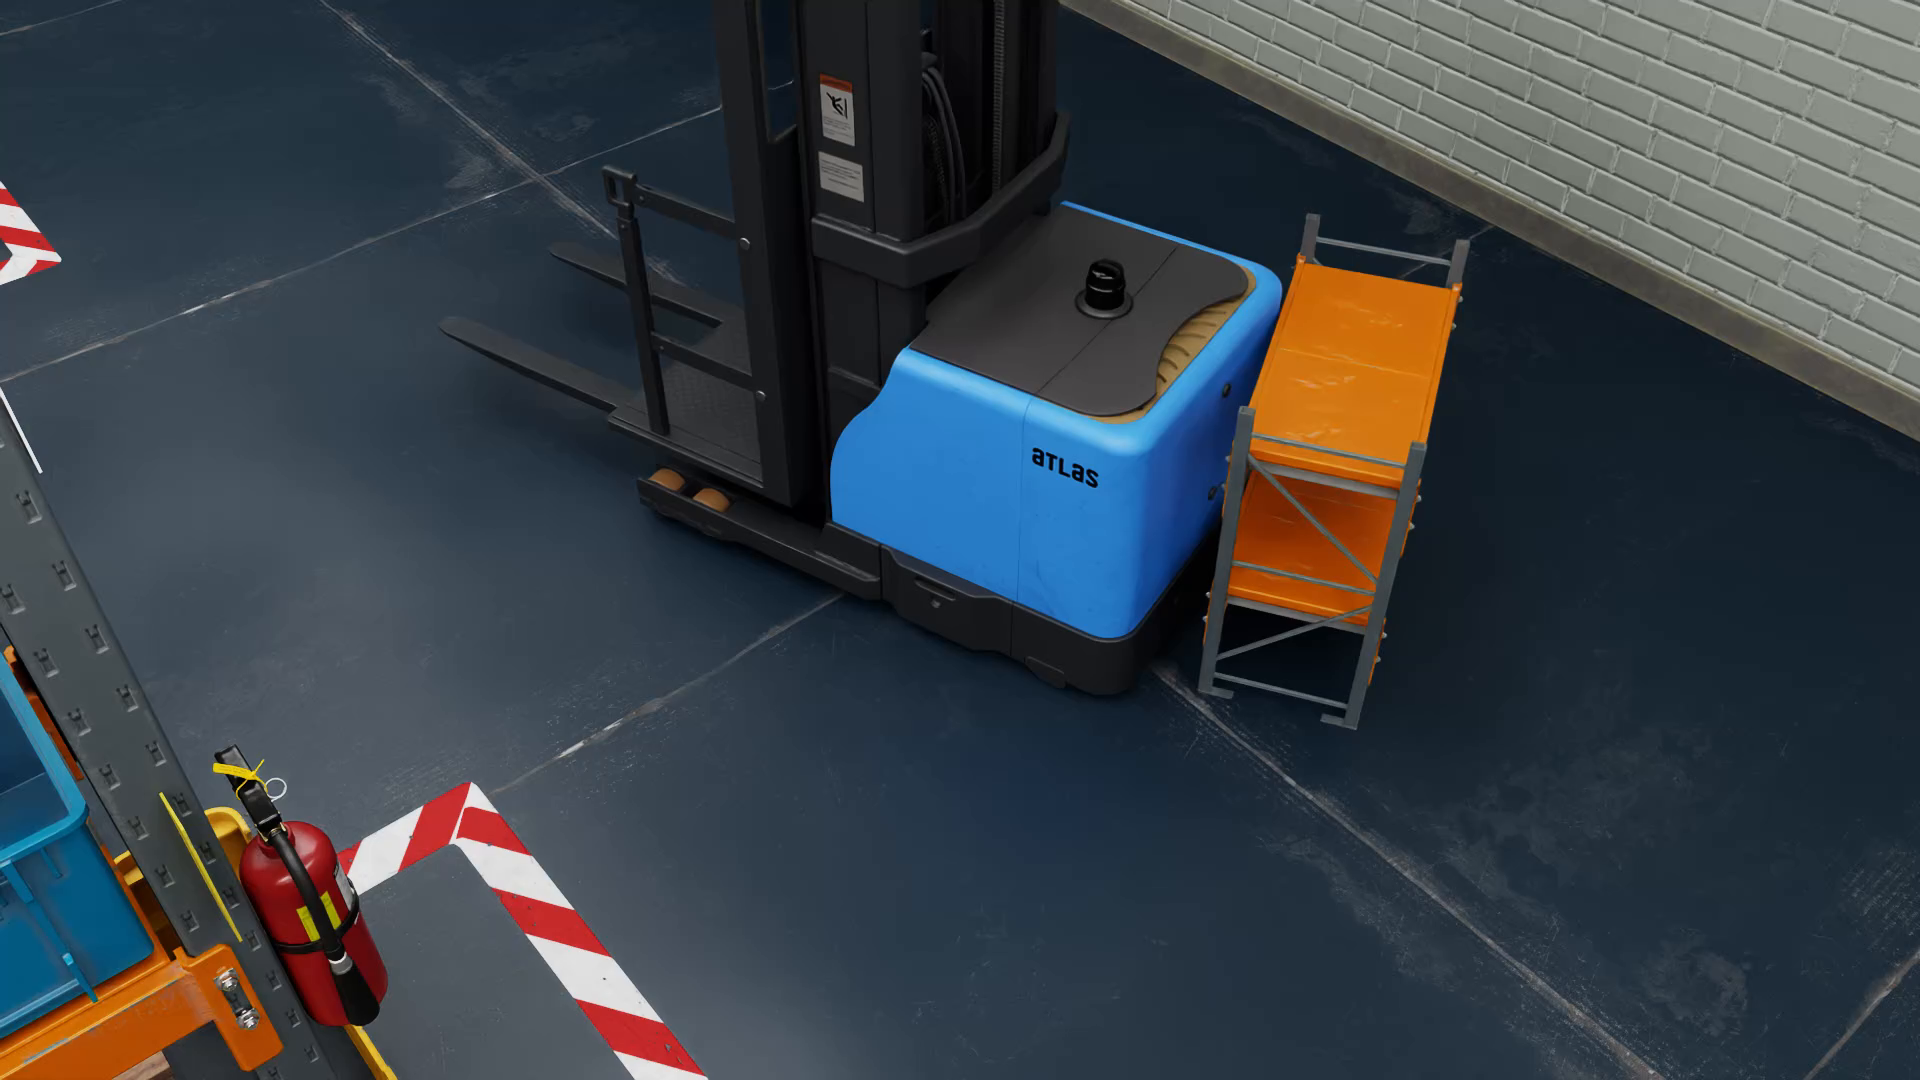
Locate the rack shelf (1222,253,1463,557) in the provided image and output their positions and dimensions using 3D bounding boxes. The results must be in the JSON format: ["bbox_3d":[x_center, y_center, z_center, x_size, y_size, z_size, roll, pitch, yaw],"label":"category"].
[{"bbox_3d":[1.154,-0.431,4.959,0.538,0.278,1.000,13,45,14],"label":"rack shelf"}]

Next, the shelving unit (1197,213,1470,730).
[{"bbox_3d":[1.154,-0.217,5.160,0.538,1.125,1.048,13,45,14],"label":"shelving unit"}]

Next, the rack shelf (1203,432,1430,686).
[{"bbox_3d":[1.154,-0.039,5.327,0.538,0.278,1.000,13,45,14],"label":"rack shelf"}]

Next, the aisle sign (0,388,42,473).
[{"bbox_3d":[-1.417,-0.485,2.176,0.004,0.787,0.394,-30,51,-28],"label":"aisle sign"}]

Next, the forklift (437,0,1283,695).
[{"bbox_3d":[-0.523,-1.363,5.061,3.031,2.935,1.130,23,48,23],"label":"forklift"}]

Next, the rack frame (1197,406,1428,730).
[{"bbox_3d":[0.990,0.112,4.809,0.500,1.125,0.032,13,45,14],"label":"rack frame"}]

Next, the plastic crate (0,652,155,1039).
[{"bbox_3d":[-1.797,0.551,2.903,0.499,0.435,0.616,-30,51,-28],"label":"plastic crate"}]

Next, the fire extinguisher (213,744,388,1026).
[{"bbox_3d":[-1.253,0.677,3.167,0.183,0.674,0.296,-30,51,-28],"label":"fire extinguisher"}]

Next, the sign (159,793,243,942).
[{"bbox_3d":[-1.295,0.563,2.841,0.005,0.325,0.100,-30,51,-28],"label":"sign"}]

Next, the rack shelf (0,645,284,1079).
[{"bbox_3d":[-3.194,1.481,2.507,4.000,0.370,1.077,-30,51,-28],"label":"rack shelf"}]

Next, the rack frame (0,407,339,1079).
[{"bbox_3d":[-1.660,0.340,3.197,0.127,3.000,1.000,-30,51,-28],"label":"rack frame"}]

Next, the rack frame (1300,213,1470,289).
[{"bbox_3d":[1.318,-0.547,5.511,0.500,1.125,0.032,13,45,14],"label":"rack frame"}]

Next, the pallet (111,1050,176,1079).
[{"bbox_3d":[-2.318,1.699,3.787,1.213,0.211,1.003,-30,51,-28],"label":"pallet"}]

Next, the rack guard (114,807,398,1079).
[{"bbox_3d":[-1.650,1.234,4.071,0.348,0.500,1.175,-30,51,-28],"label":"rack guard"}]
